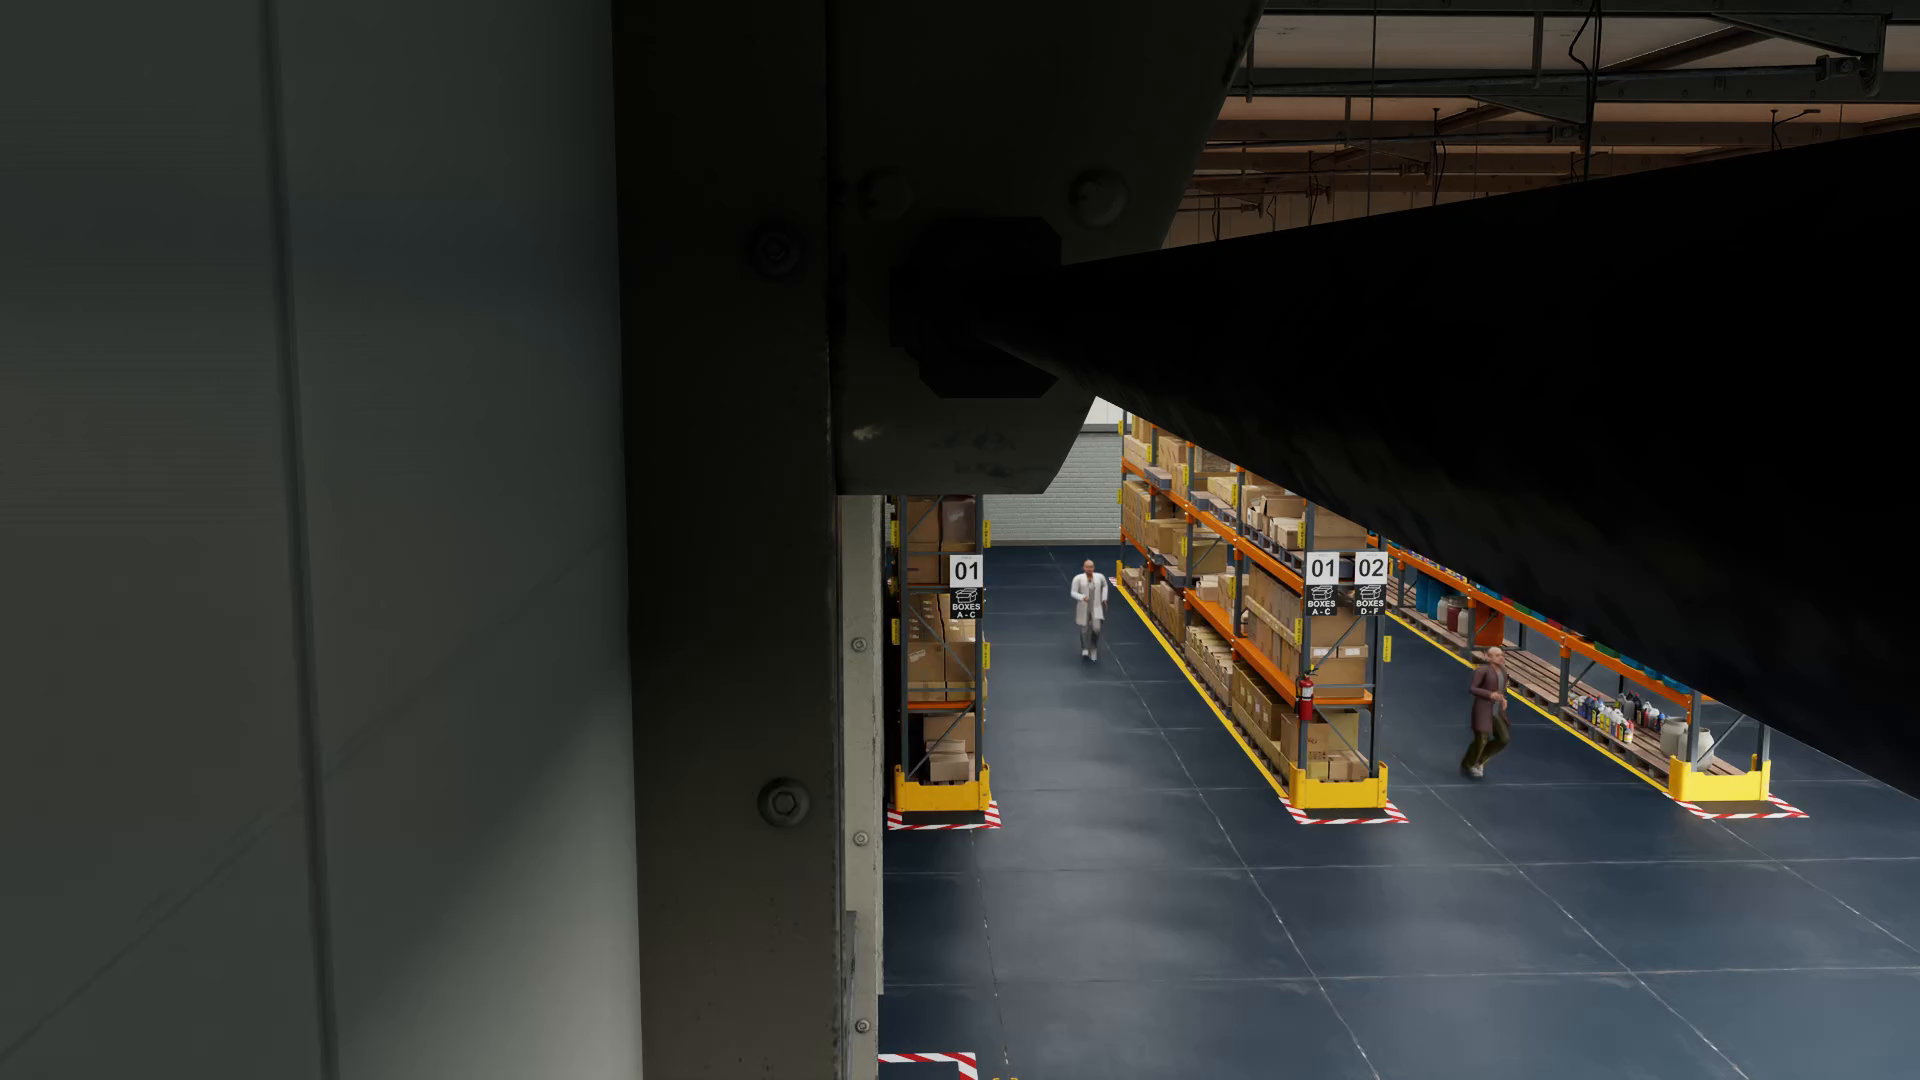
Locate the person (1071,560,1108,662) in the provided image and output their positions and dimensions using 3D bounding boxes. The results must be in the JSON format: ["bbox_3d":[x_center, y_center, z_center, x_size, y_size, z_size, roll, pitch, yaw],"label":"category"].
[{"bbox_3d":[2.245,1.266,28.797,0.677,1.696,0.847,0,8,-2],"label":"person"}]

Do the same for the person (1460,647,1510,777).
[{"bbox_3d":[7.000,2.271,21.831,0.729,1.751,0.680,-5,10,-31],"label":"person"}]

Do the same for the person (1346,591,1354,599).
[{"bbox_3d":[6.284,1.559,27.109,0.552,1.601,0.651,-3,9,-21],"label":"person"}]
